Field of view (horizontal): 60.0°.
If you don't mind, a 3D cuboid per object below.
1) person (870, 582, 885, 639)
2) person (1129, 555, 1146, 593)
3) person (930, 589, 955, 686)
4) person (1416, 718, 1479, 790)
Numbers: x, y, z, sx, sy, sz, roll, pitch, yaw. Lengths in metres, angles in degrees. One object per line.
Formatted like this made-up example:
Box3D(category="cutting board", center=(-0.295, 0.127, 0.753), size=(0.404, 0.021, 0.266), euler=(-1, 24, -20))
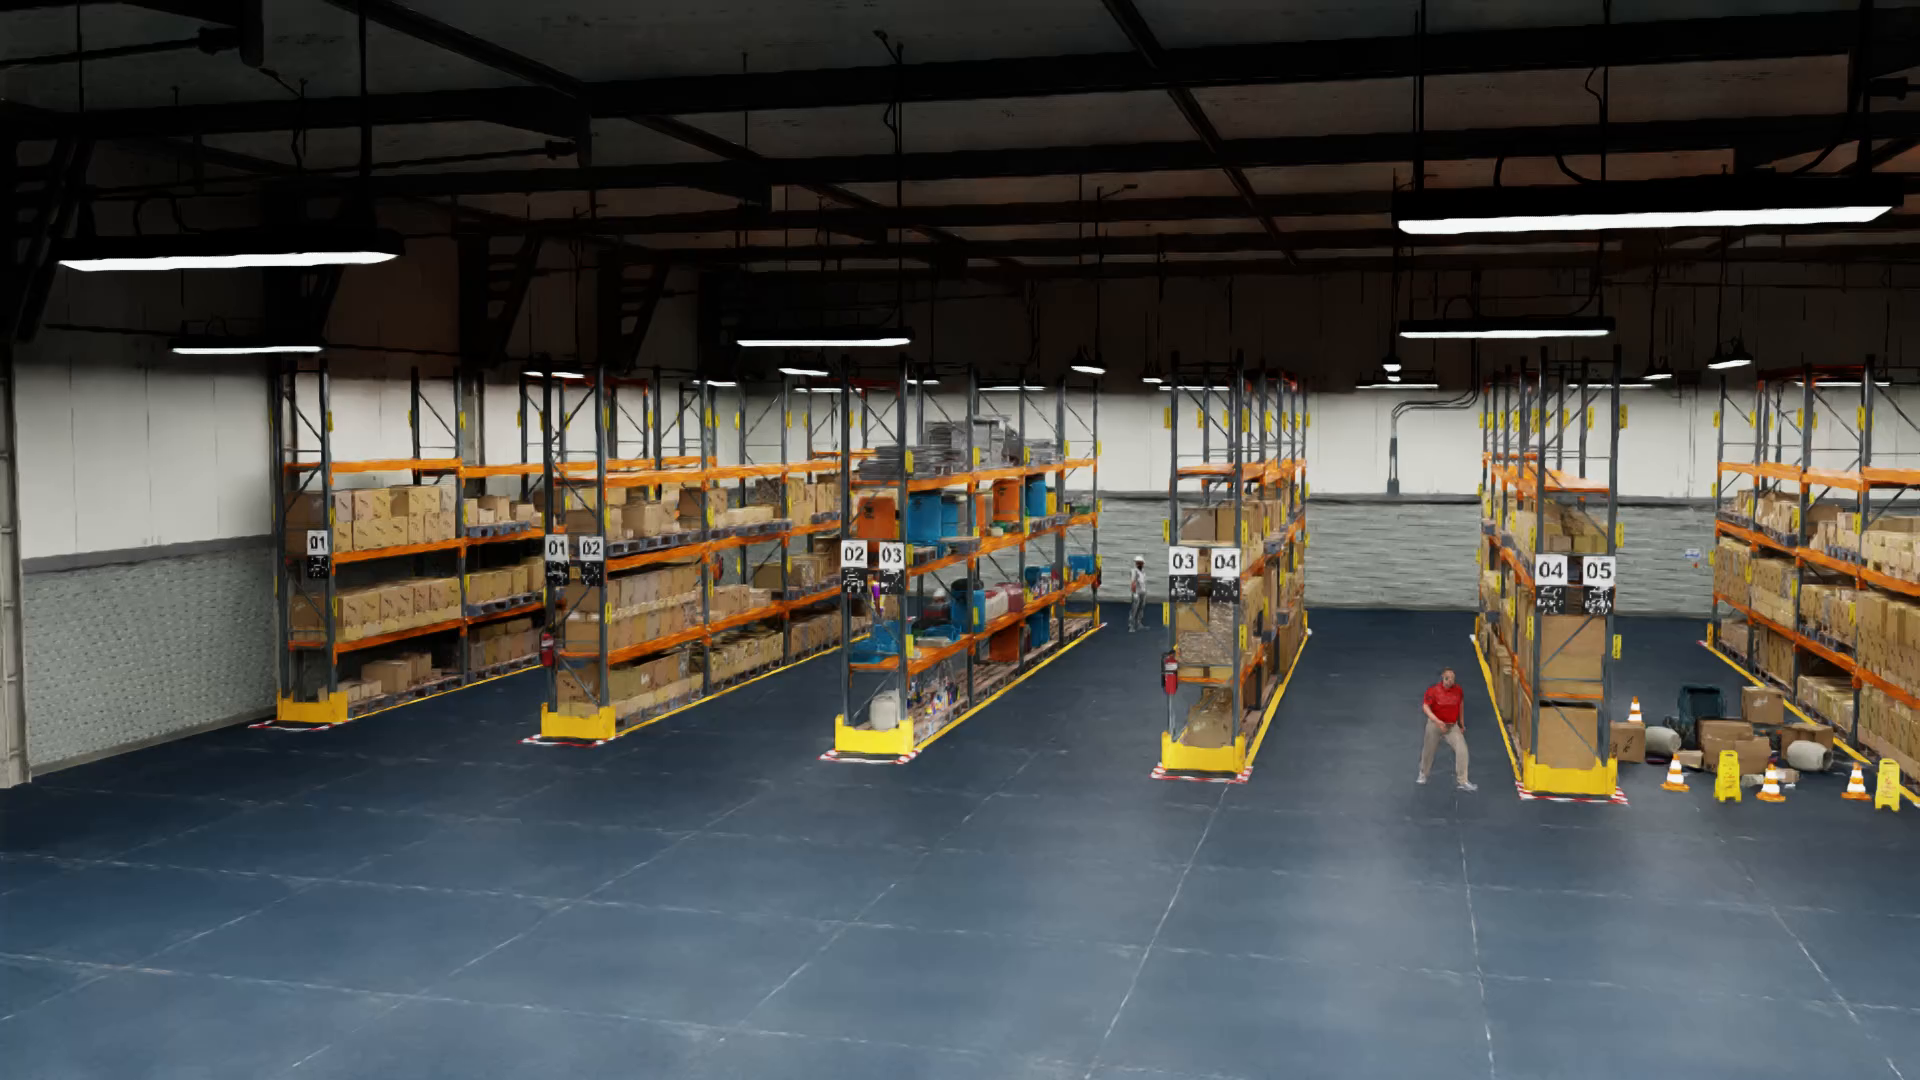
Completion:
Box3D(category="person", center=(-1.768, 1.636, 36.145), size=(0.393, 1.497, 0.528), euler=(0, 4, -4))
Box3D(category="person", center=(4.234, 0.891, 39.529), size=(0.359, 1.070, 0.640), euler=(2, 5, 29))
Box3D(category="person", center=(-0.321, 1.754, 29.914), size=(0.491, 1.768, 0.635), euler=(1, 4, 7))
Box3D(category="person", center=(6.624, 2.852, 22.670), size=(0.662, 1.025, 0.829), euler=(0, 4, -3))
